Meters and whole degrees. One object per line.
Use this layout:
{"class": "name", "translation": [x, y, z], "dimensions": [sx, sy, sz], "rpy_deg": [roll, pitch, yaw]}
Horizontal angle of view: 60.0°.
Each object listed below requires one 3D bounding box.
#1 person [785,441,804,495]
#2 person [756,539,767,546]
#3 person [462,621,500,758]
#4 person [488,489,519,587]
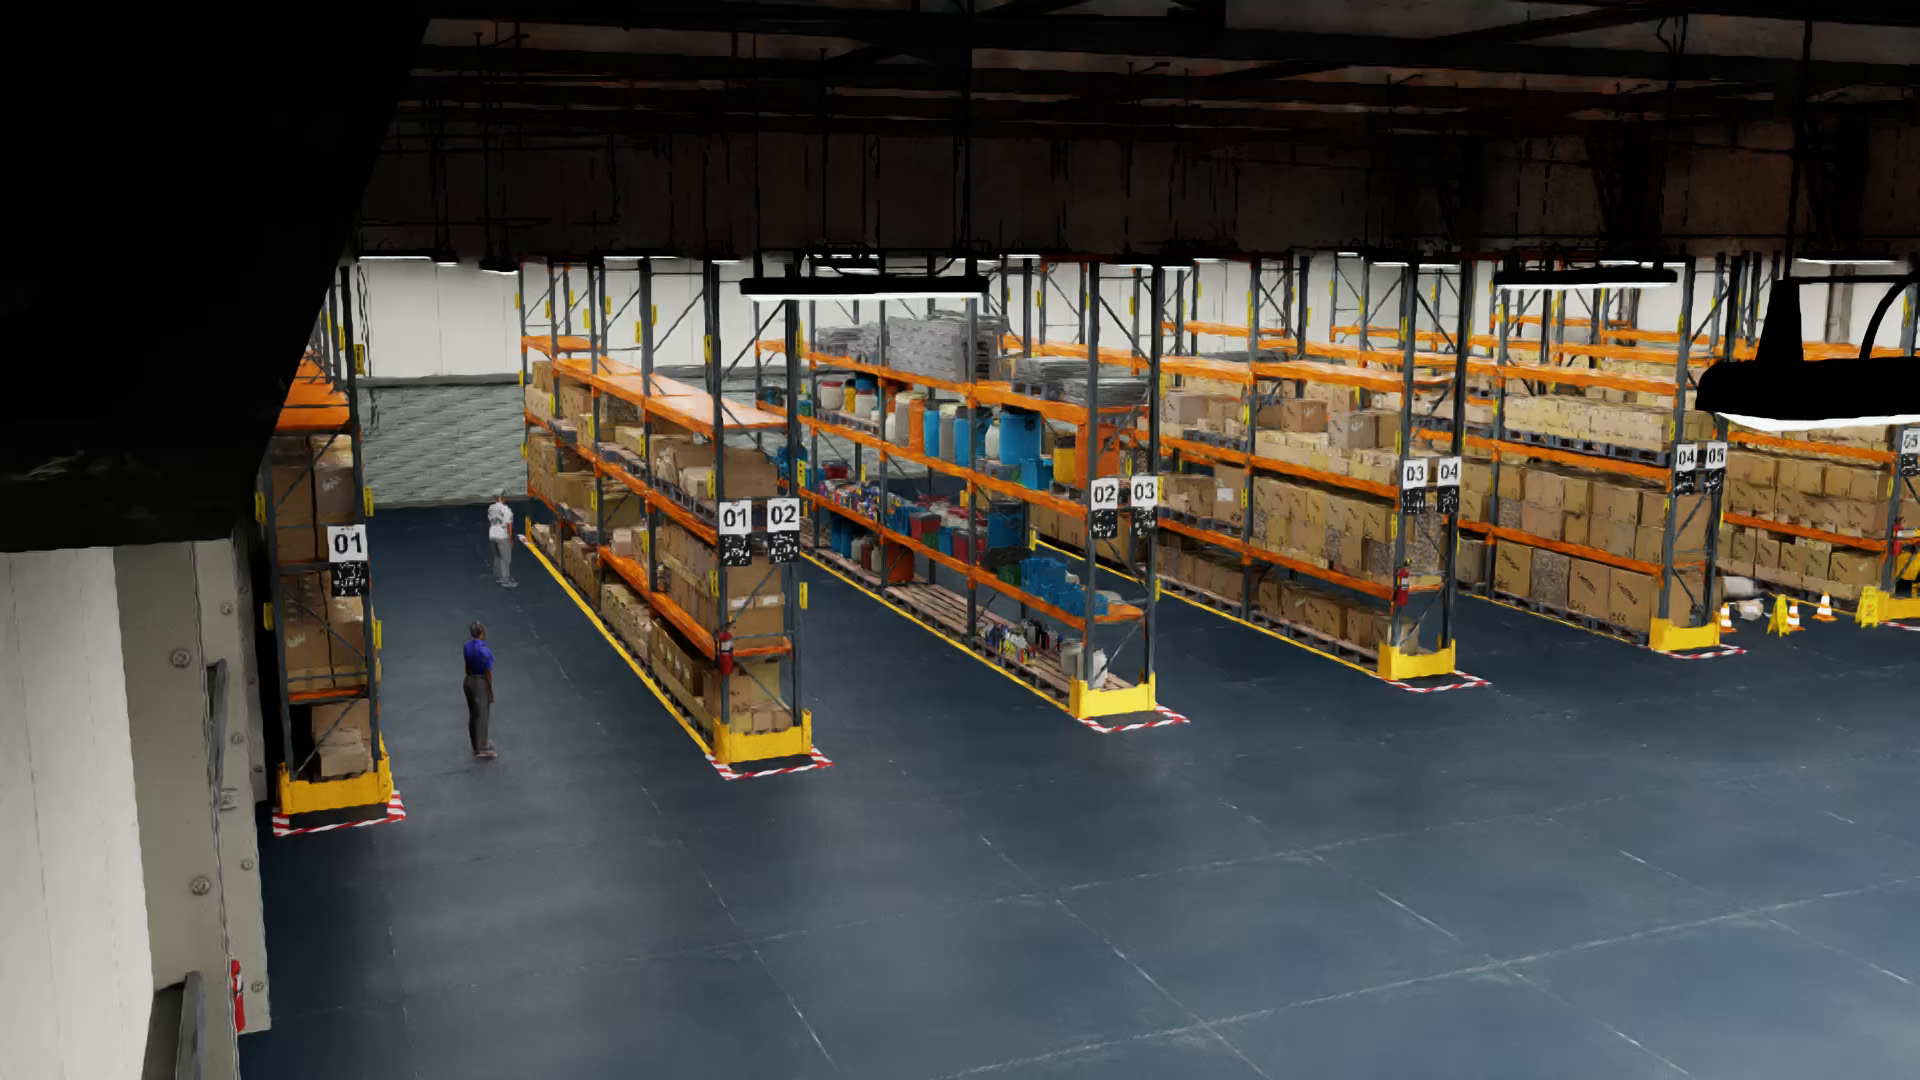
{"class": "person", "translation": [-4.044, -1.898, 40.914], "dimensions": [0.491, 1.611, 0.931], "rpy_deg": [0, 10, 1]}
{"class": "person", "translation": [-3.716, 0.161, 29.371], "dimensions": [0.721, 1.715, 0.843], "rpy_deg": [-3, 11, -17]}
{"class": "person", "translation": [-5.877, 1.816, 20.464], "dimensions": [0.551, 1.655, 0.436], "rpy_deg": [9, 13, 39]}
{"class": "person", "translation": [-8.331, -0.046, 30.345], "dimensions": [0.595, 1.762, 0.475], "rpy_deg": [7, 13, 35]}
